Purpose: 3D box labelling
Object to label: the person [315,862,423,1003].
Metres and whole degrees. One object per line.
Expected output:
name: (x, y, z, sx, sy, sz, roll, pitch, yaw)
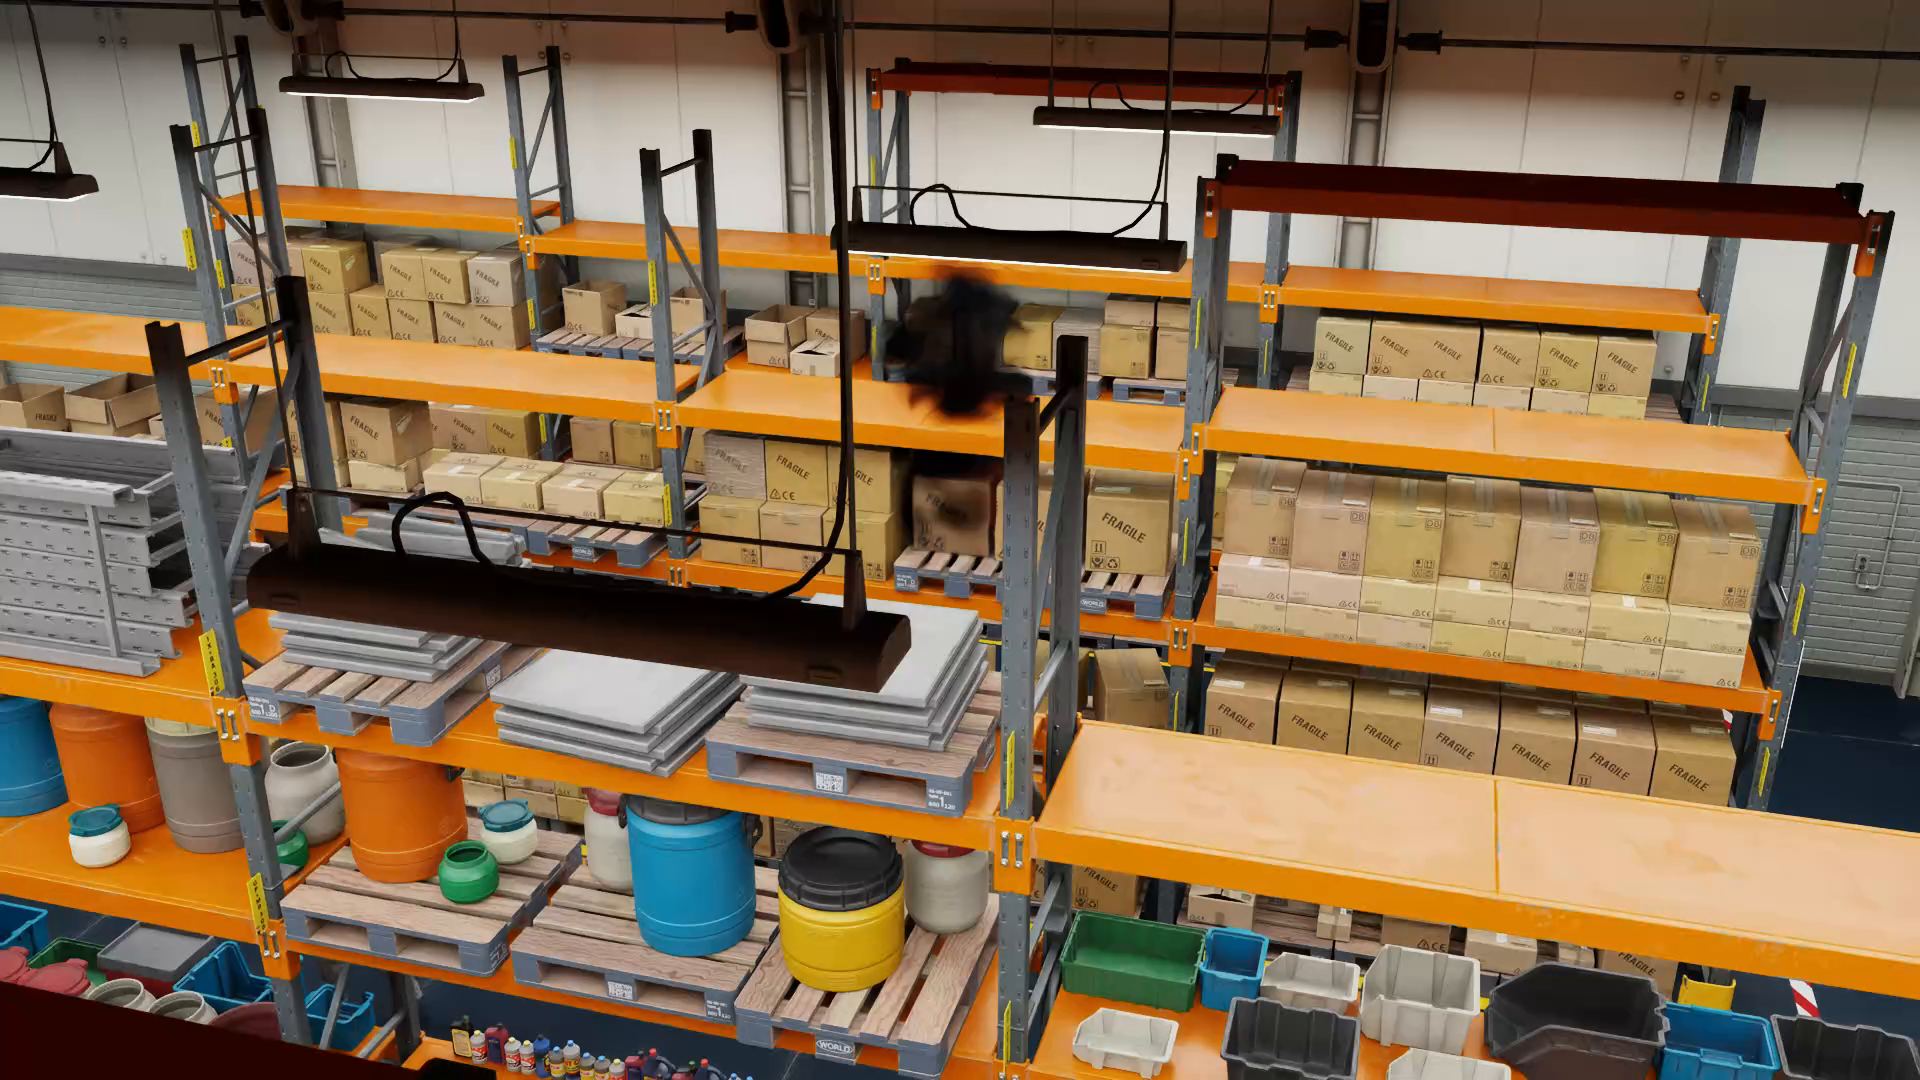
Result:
person: (-4.369, 2.686, 11.973, 0.828, 1.829, 0.658, 5, 23, 11)
